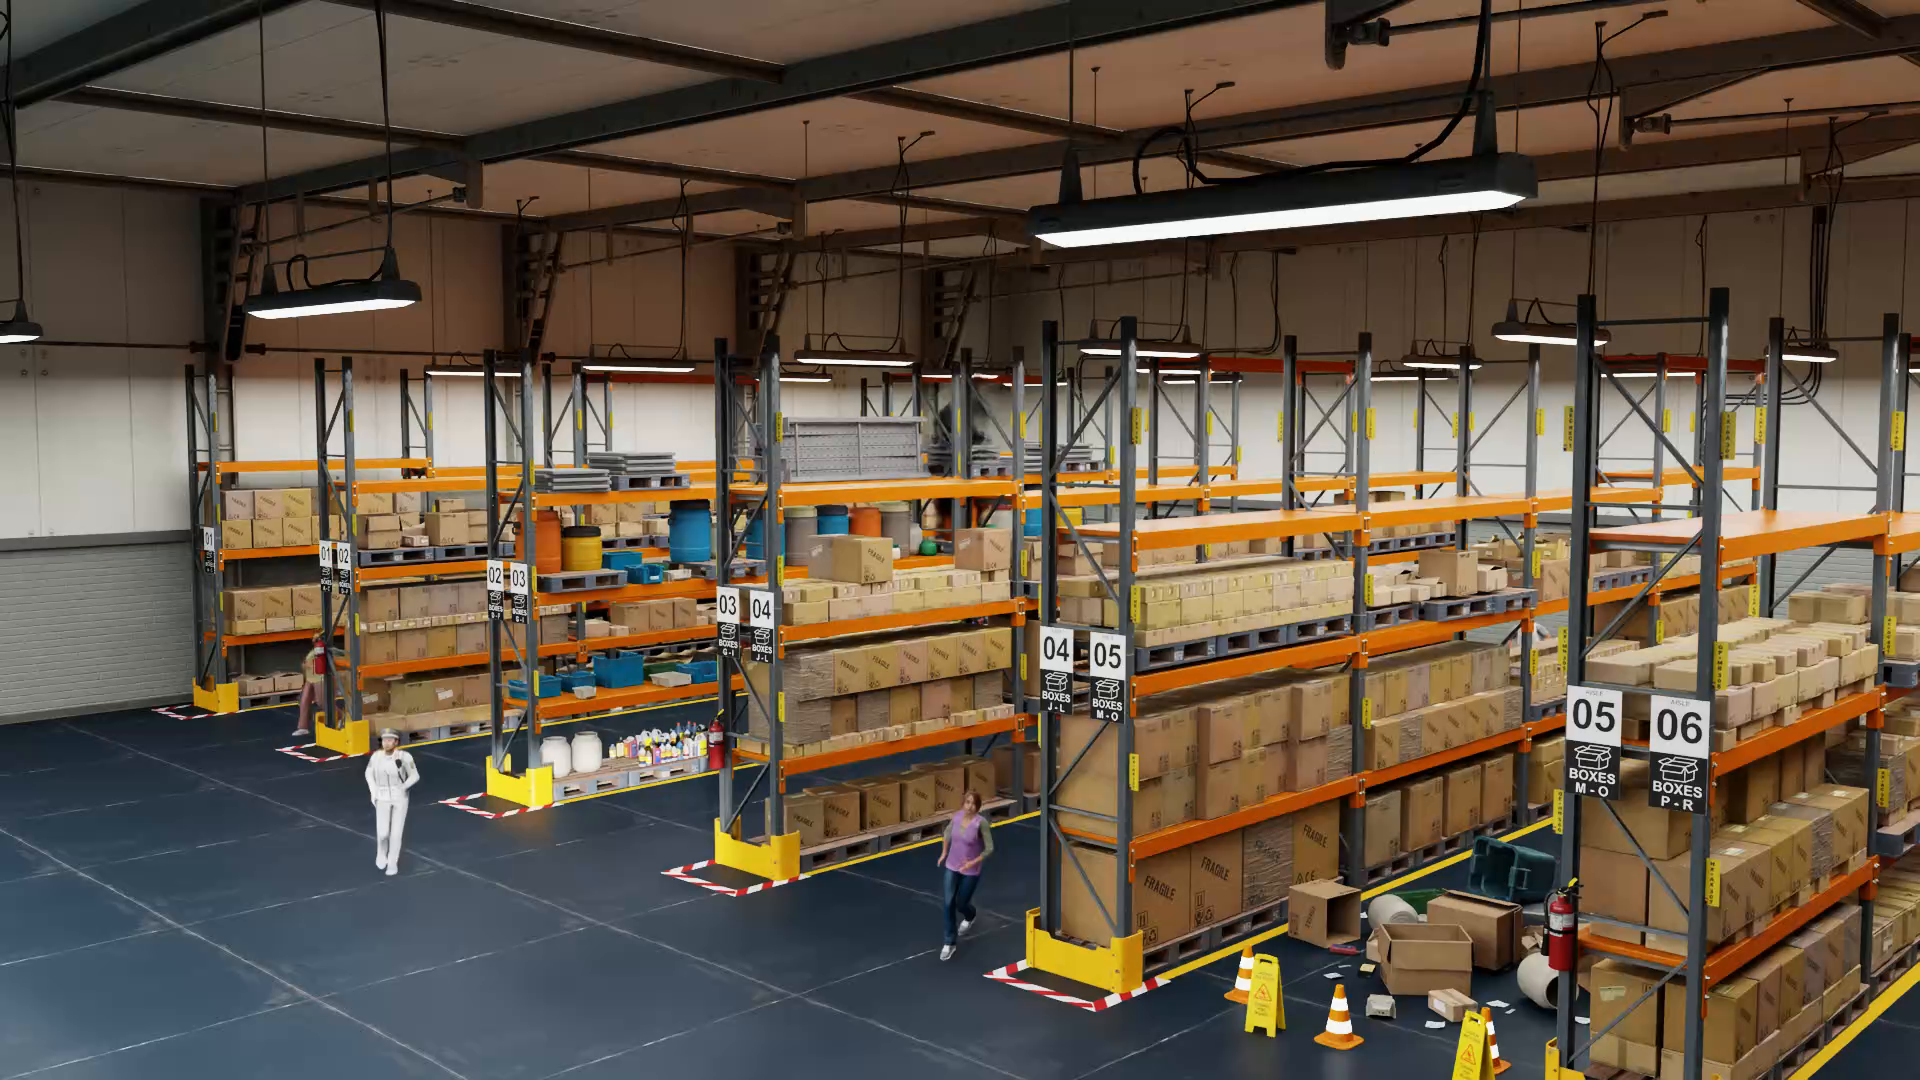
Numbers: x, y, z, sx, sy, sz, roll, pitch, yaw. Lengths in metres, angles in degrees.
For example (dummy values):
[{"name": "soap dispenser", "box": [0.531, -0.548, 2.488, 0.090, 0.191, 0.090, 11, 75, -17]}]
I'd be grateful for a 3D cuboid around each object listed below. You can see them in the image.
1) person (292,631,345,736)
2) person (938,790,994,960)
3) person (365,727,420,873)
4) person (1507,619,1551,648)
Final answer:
[{"name": "person", "box": [-10.322, 2.279, 26.676, 0.579, 1.643, 0.920, 3, 5, 33]}, {"name": "person", "box": [0.076, 3.171, 15.940, 0.571, 1.585, 0.710, 2, 5, 21]}, {"name": "person", "box": [-6.344, 2.911, 18.561, 0.598, 1.666, 0.549, -1, 4, -13]}, {"name": "person", "box": [9.944, 2.068, 29.015, 0.763, 1.770, 0.747, 1, 5, 16]}]
